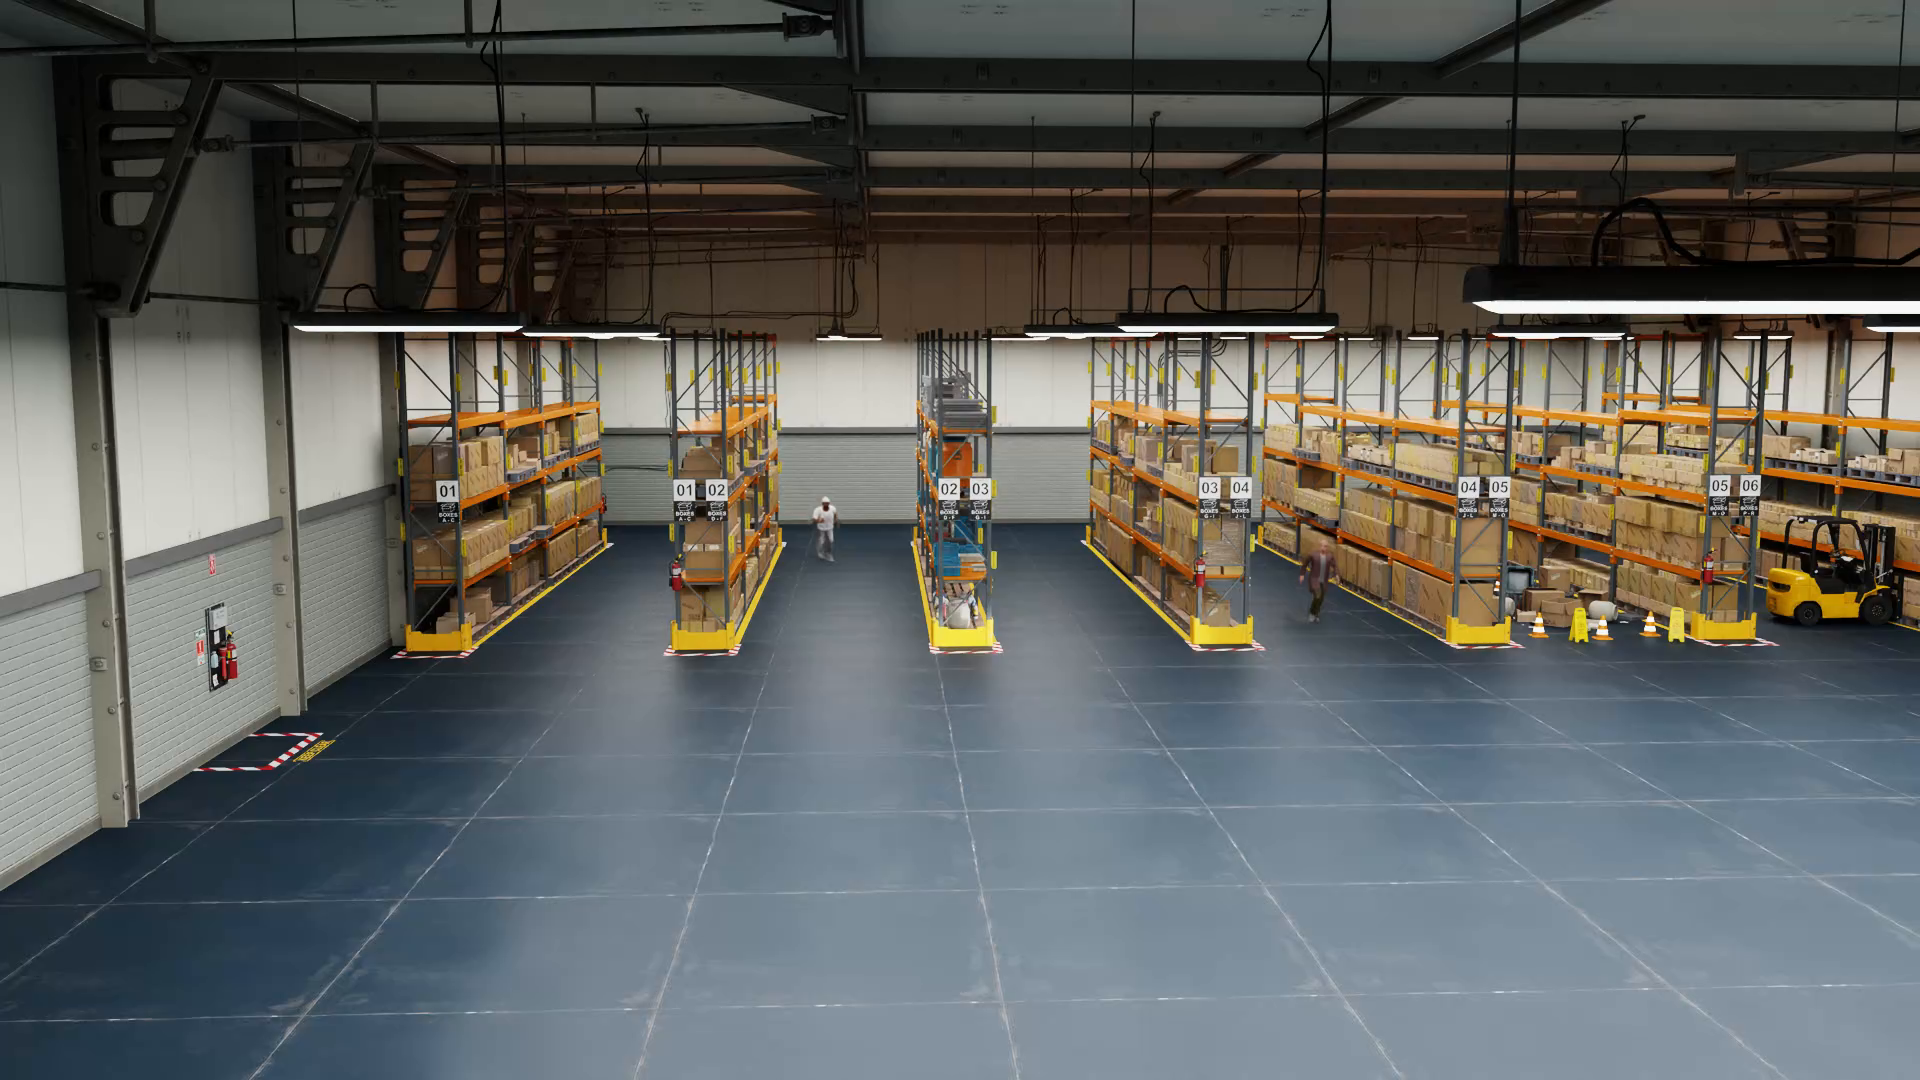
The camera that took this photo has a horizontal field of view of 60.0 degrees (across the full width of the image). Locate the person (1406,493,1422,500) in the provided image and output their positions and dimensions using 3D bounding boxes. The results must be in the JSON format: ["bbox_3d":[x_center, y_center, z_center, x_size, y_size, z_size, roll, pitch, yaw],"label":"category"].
[{"bbox_3d":[13.605,-1.010,49.591,0.831,1.816,0.687,-1,7,-11],"label":"person"}]

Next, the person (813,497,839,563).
[{"bbox_3d":[-3.529,-0.283,43.713,0.730,1.734,0.976,-2,7,-16],"label":"person"}]

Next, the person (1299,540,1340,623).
[{"bbox_3d":[7.386,0.847,33.981,0.667,1.726,0.880,-2,7,-14],"label":"person"}]
